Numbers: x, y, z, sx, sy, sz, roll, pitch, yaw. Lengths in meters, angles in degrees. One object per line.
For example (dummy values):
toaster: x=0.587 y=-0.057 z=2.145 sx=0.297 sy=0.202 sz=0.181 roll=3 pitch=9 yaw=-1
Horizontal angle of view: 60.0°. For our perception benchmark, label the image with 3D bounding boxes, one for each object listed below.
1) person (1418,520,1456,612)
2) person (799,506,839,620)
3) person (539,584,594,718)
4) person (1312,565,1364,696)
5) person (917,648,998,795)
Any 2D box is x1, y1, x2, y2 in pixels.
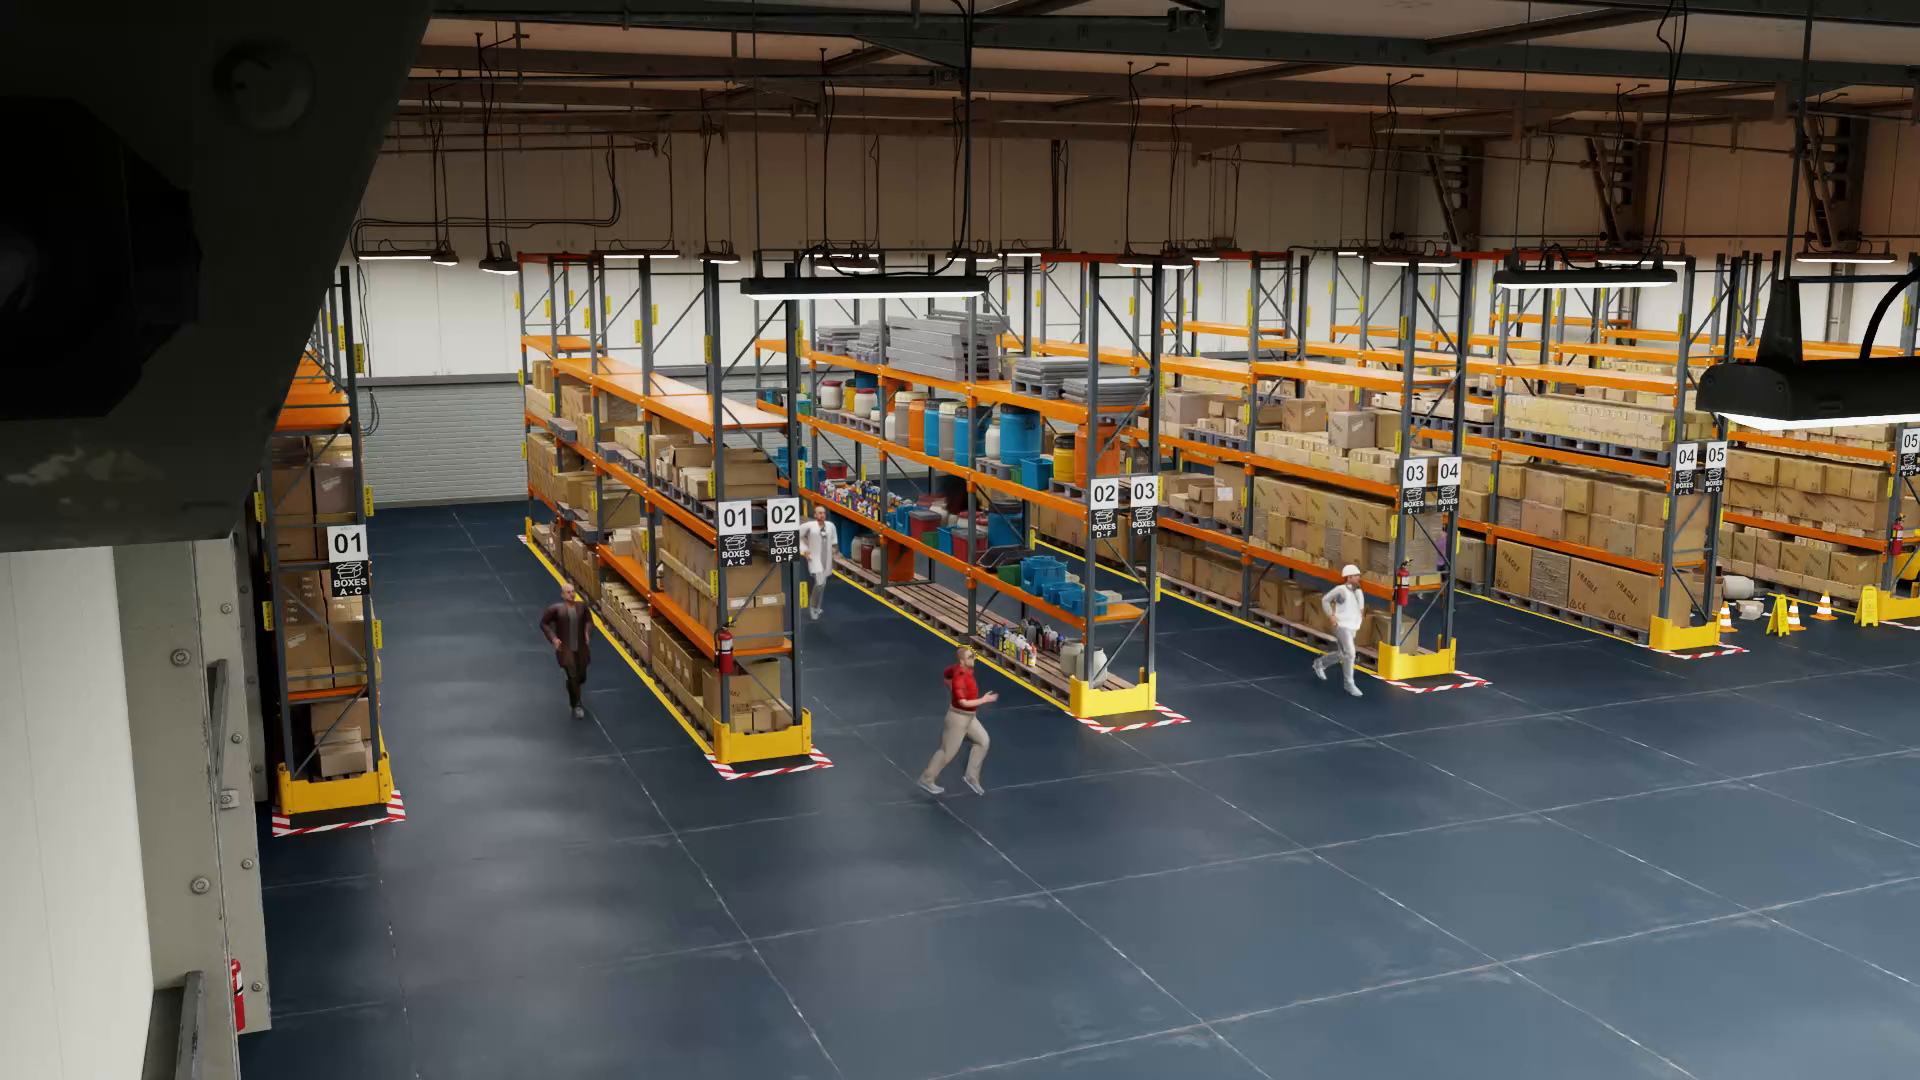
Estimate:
person: x=8.172 y=0.405 z=28.396 sx=0.541 sy=1.553 sz=0.843 roll=-6 pitch=12 yaw=-30
person: x=-2.232 y=0.374 z=26.623 sx=0.680 sy=1.835 sz=0.738 roll=-7 pitch=12 yaw=-32
person: x=-5.235 y=1.487 z=22.281 sx=0.720 sy=1.678 sz=0.795 roll=-7 pitch=12 yaw=-32
person: x=5.443 y=1.226 z=23.498 sx=0.693 sy=1.768 sz=0.925 roll=-9 pitch=14 yaw=-42
person: x=-0.013 y=2.082 z=18.951 sx=0.914 sy=1.779 sz=0.673 roll=2 pitch=10 yaw=8
